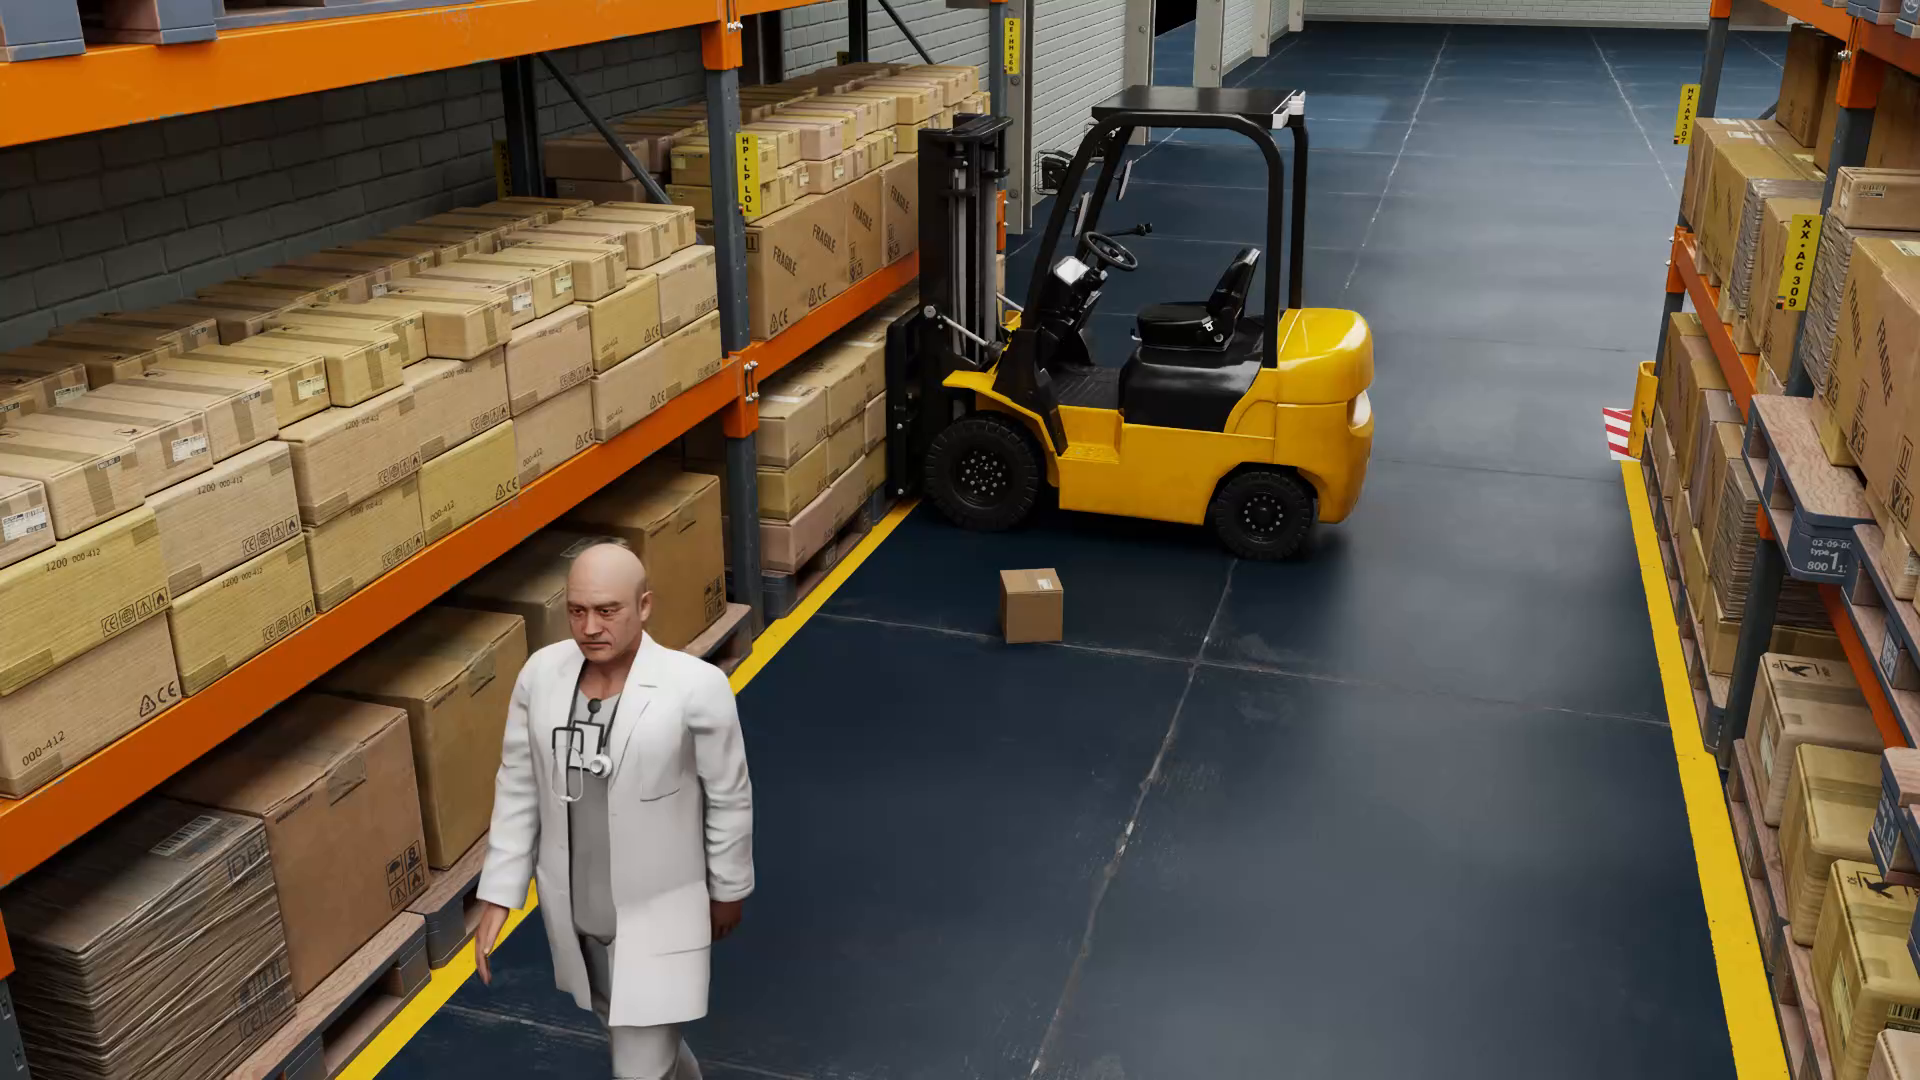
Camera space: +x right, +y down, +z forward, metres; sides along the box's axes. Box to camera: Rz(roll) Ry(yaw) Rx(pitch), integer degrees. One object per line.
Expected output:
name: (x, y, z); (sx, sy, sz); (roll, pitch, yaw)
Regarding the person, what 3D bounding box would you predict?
person: (-0.827, 0.898, 3.848); (0.580, 1.801, 0.833); (7, 23, 18)
